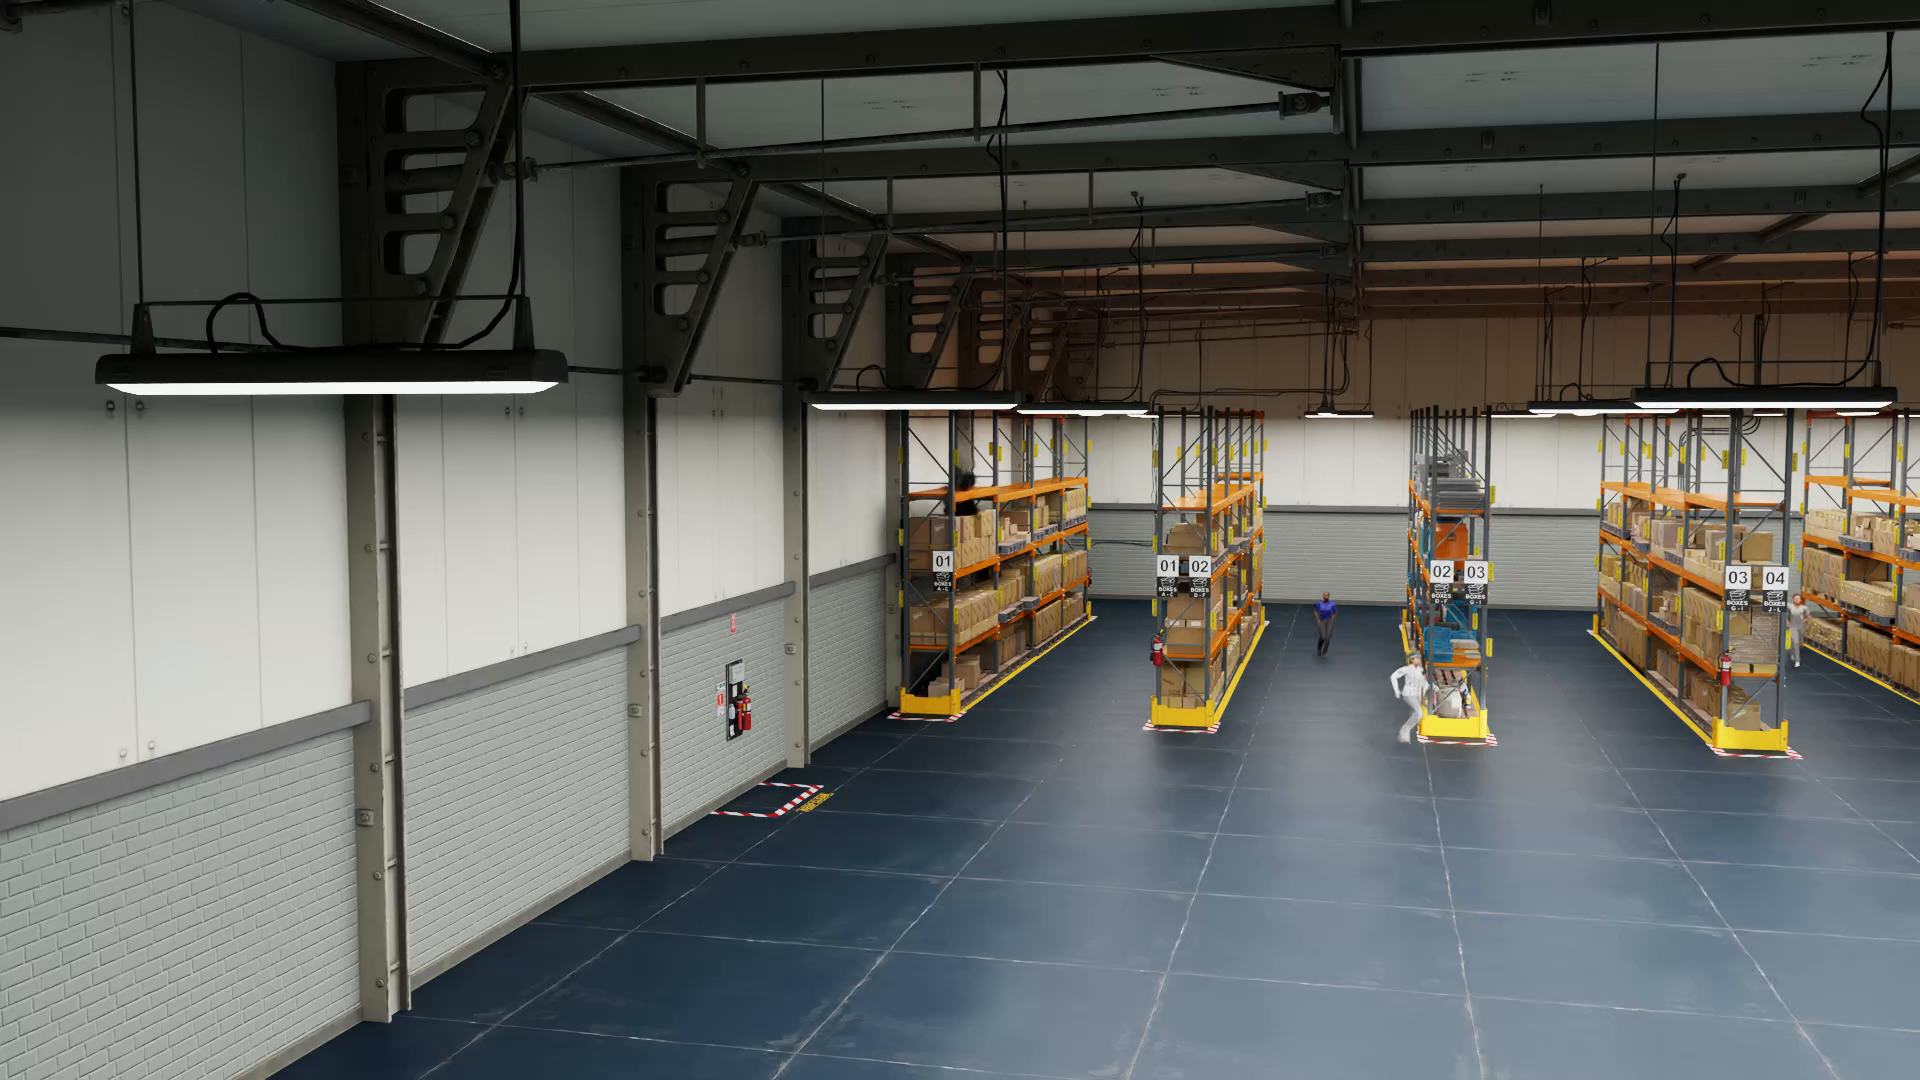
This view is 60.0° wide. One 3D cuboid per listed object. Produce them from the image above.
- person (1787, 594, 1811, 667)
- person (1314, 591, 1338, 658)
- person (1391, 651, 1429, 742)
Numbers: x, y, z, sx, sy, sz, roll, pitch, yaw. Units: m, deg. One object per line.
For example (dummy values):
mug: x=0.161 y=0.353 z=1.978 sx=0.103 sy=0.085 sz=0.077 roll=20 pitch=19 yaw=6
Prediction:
person: x=19.646 y=2.098 z=39.013 sx=0.560 sy=1.675 sz=0.863 roll=1 pitch=4 yaw=19
person: x=8.820 y=2.039 z=40.028 sx=0.560 sy=1.621 sz=0.575 roll=1 pitch=4 yaw=7
person: x=8.047 y=2.781 z=29.467 sx=0.626 sy=1.631 sz=0.605 roll=-3 pitch=5 yaw=-34
